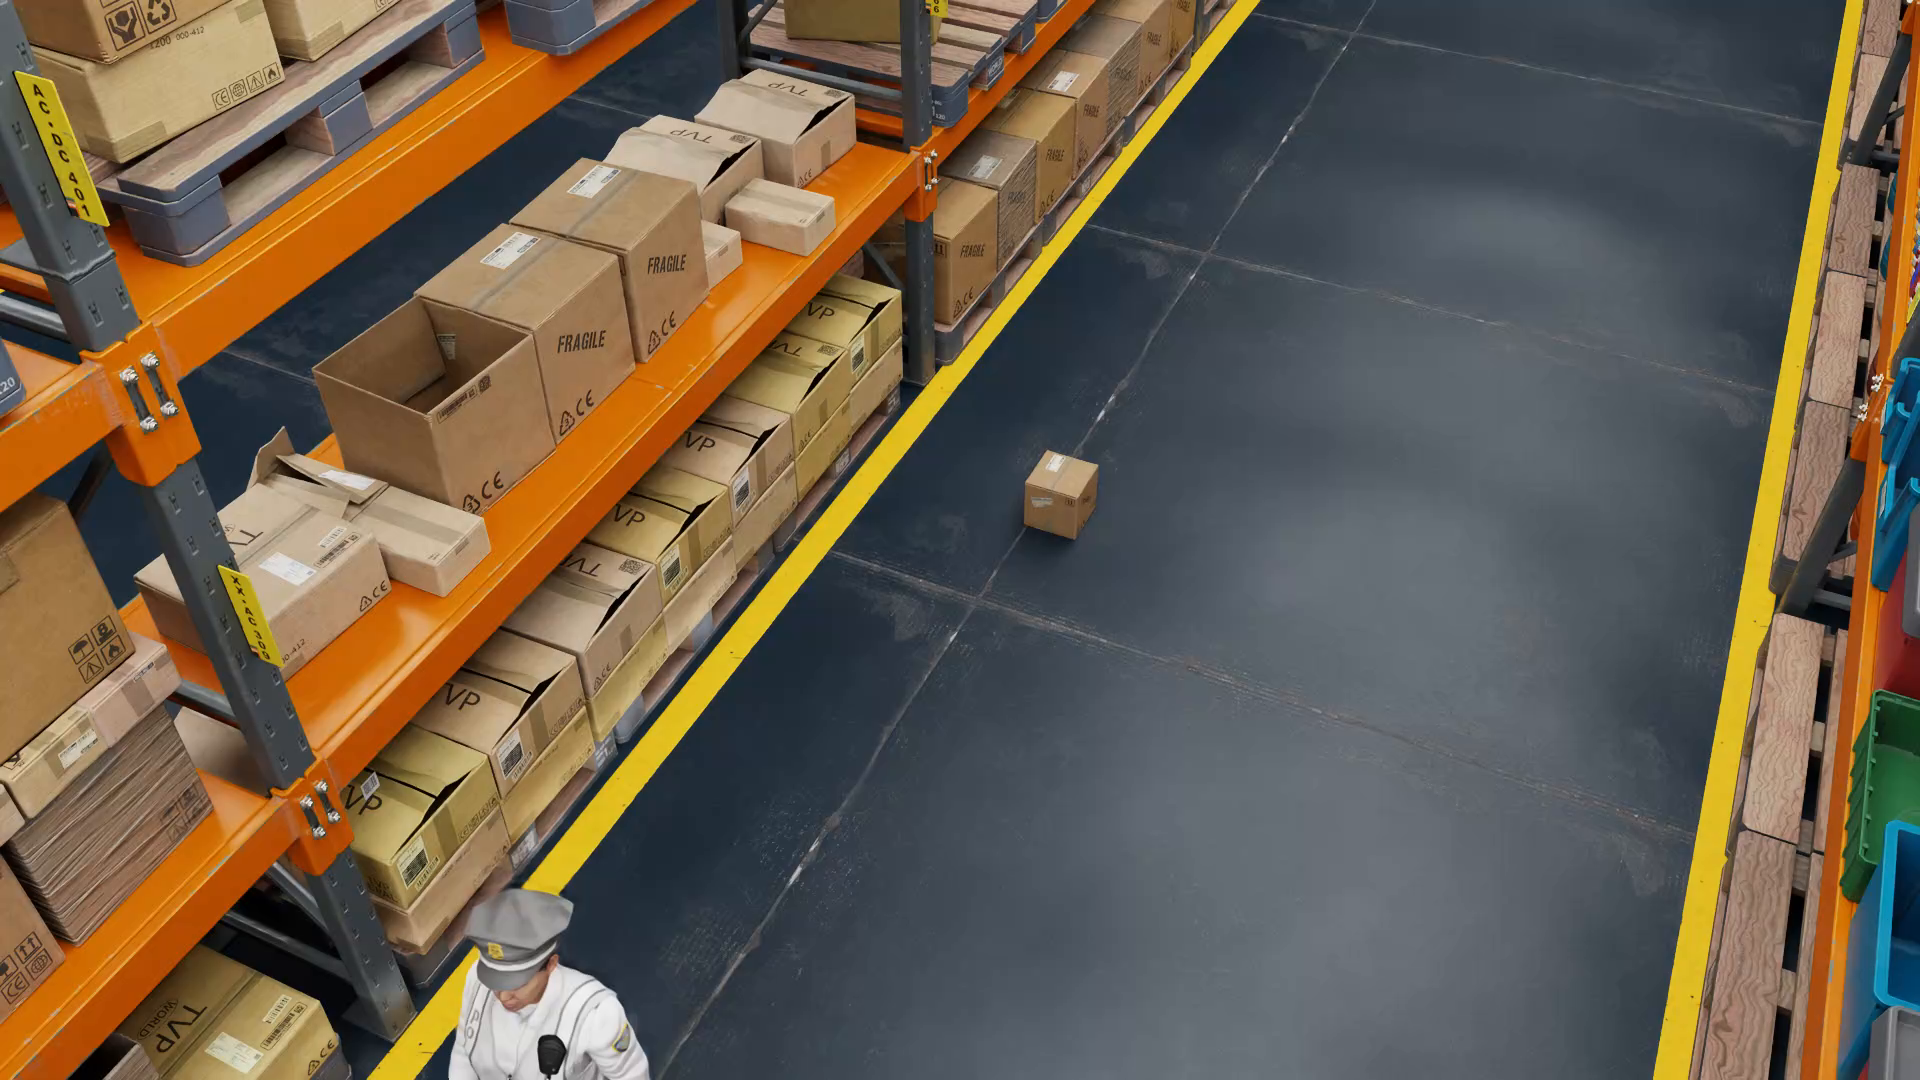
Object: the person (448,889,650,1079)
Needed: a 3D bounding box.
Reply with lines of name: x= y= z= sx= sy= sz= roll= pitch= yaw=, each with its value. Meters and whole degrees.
person: x=-1.125 y=1.563 z=4.404 sx=0.499 sy=1.636 sz=0.953 roll=18 pitch=45 yaw=19
